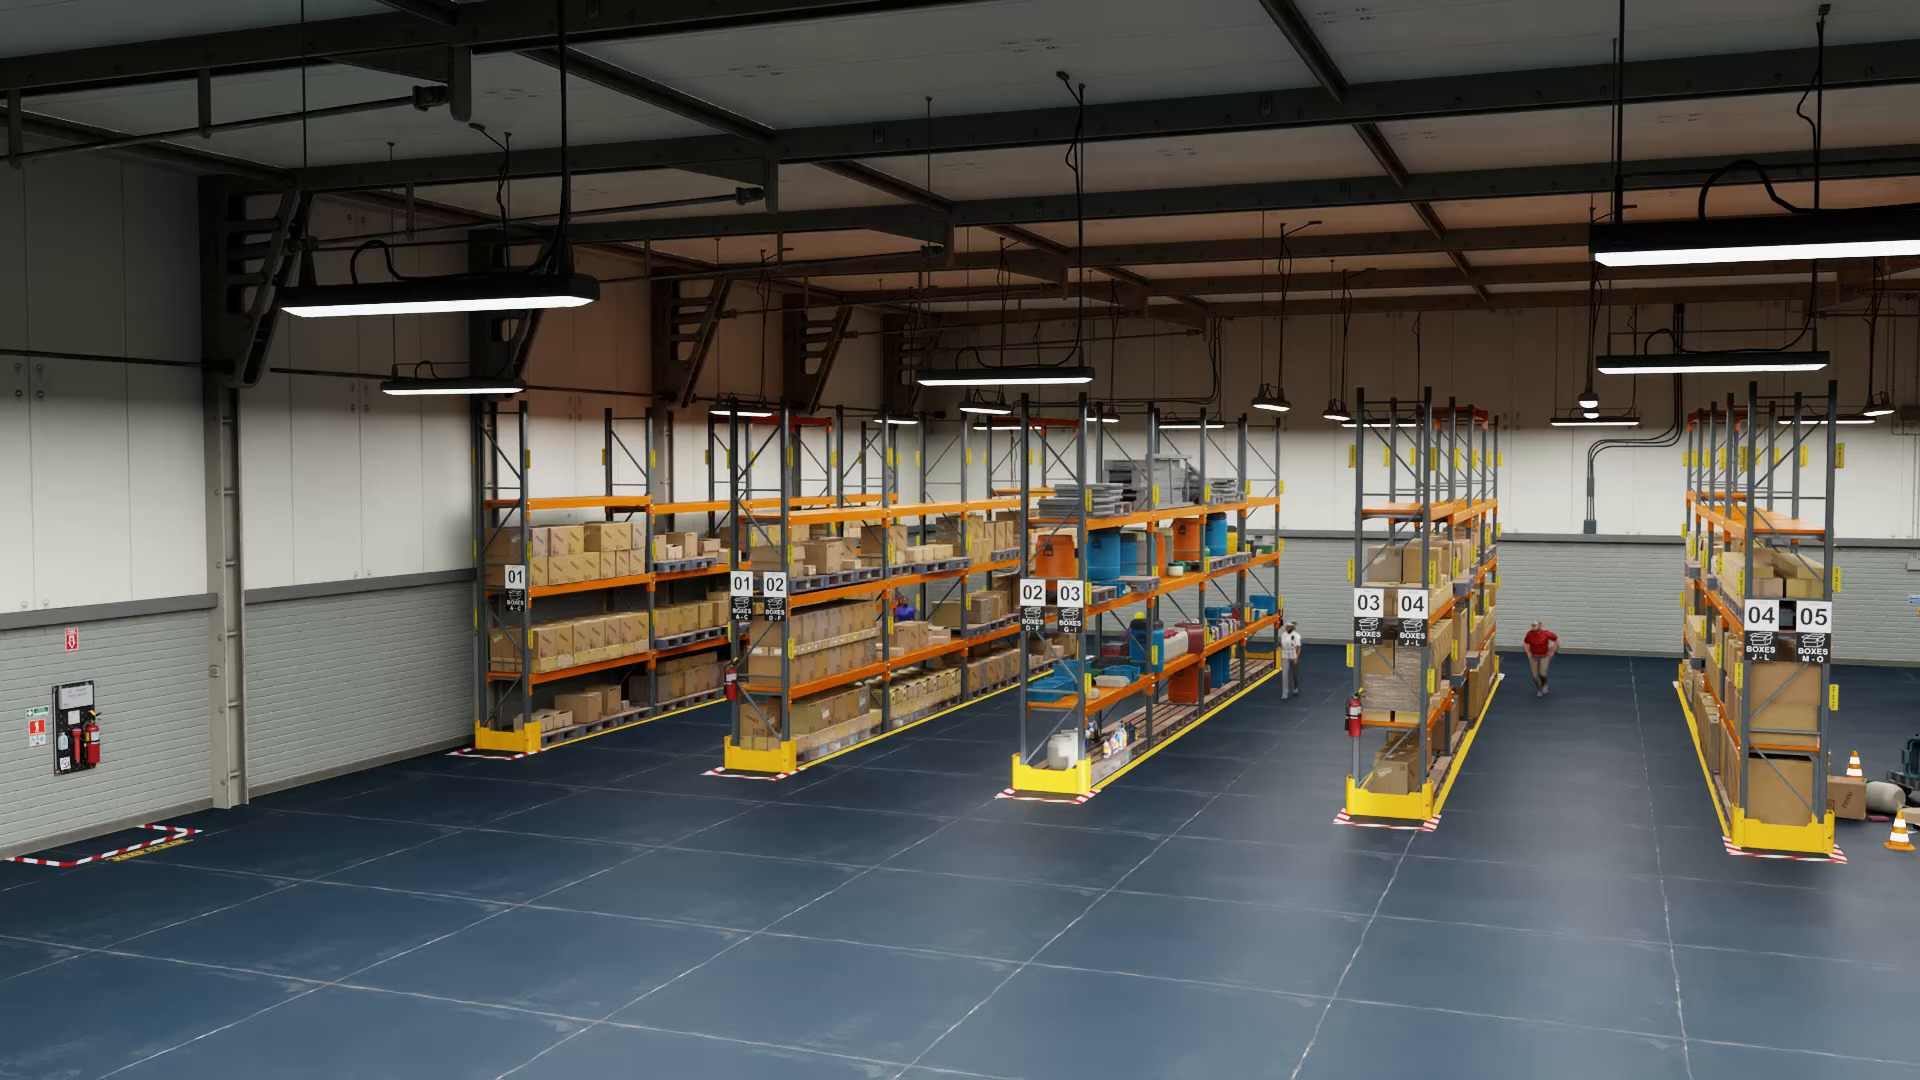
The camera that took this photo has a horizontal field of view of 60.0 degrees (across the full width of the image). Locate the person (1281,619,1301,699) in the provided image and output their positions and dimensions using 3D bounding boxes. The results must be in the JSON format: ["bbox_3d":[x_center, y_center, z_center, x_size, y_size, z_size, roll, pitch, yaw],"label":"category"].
[{"bbox_3d":[6.940,2.471,34.855,0.428,1.631,1.033,1,3,19],"label":"person"}]

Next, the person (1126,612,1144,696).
[{"bbox_3d":[3.778,2.415,35.260,0.609,1.787,0.385,0,3,-5],"label":"person"}]

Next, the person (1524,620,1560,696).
[{"bbox_3d":[12.241,2.486,34.991,0.717,1.637,0.709,2,3,30],"label":"person"}]

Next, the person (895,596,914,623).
[{"bbox_3d":[-1.361,2.183,41.077,0.448,1.589,1.045,1,3,20],"label":"person"}]
